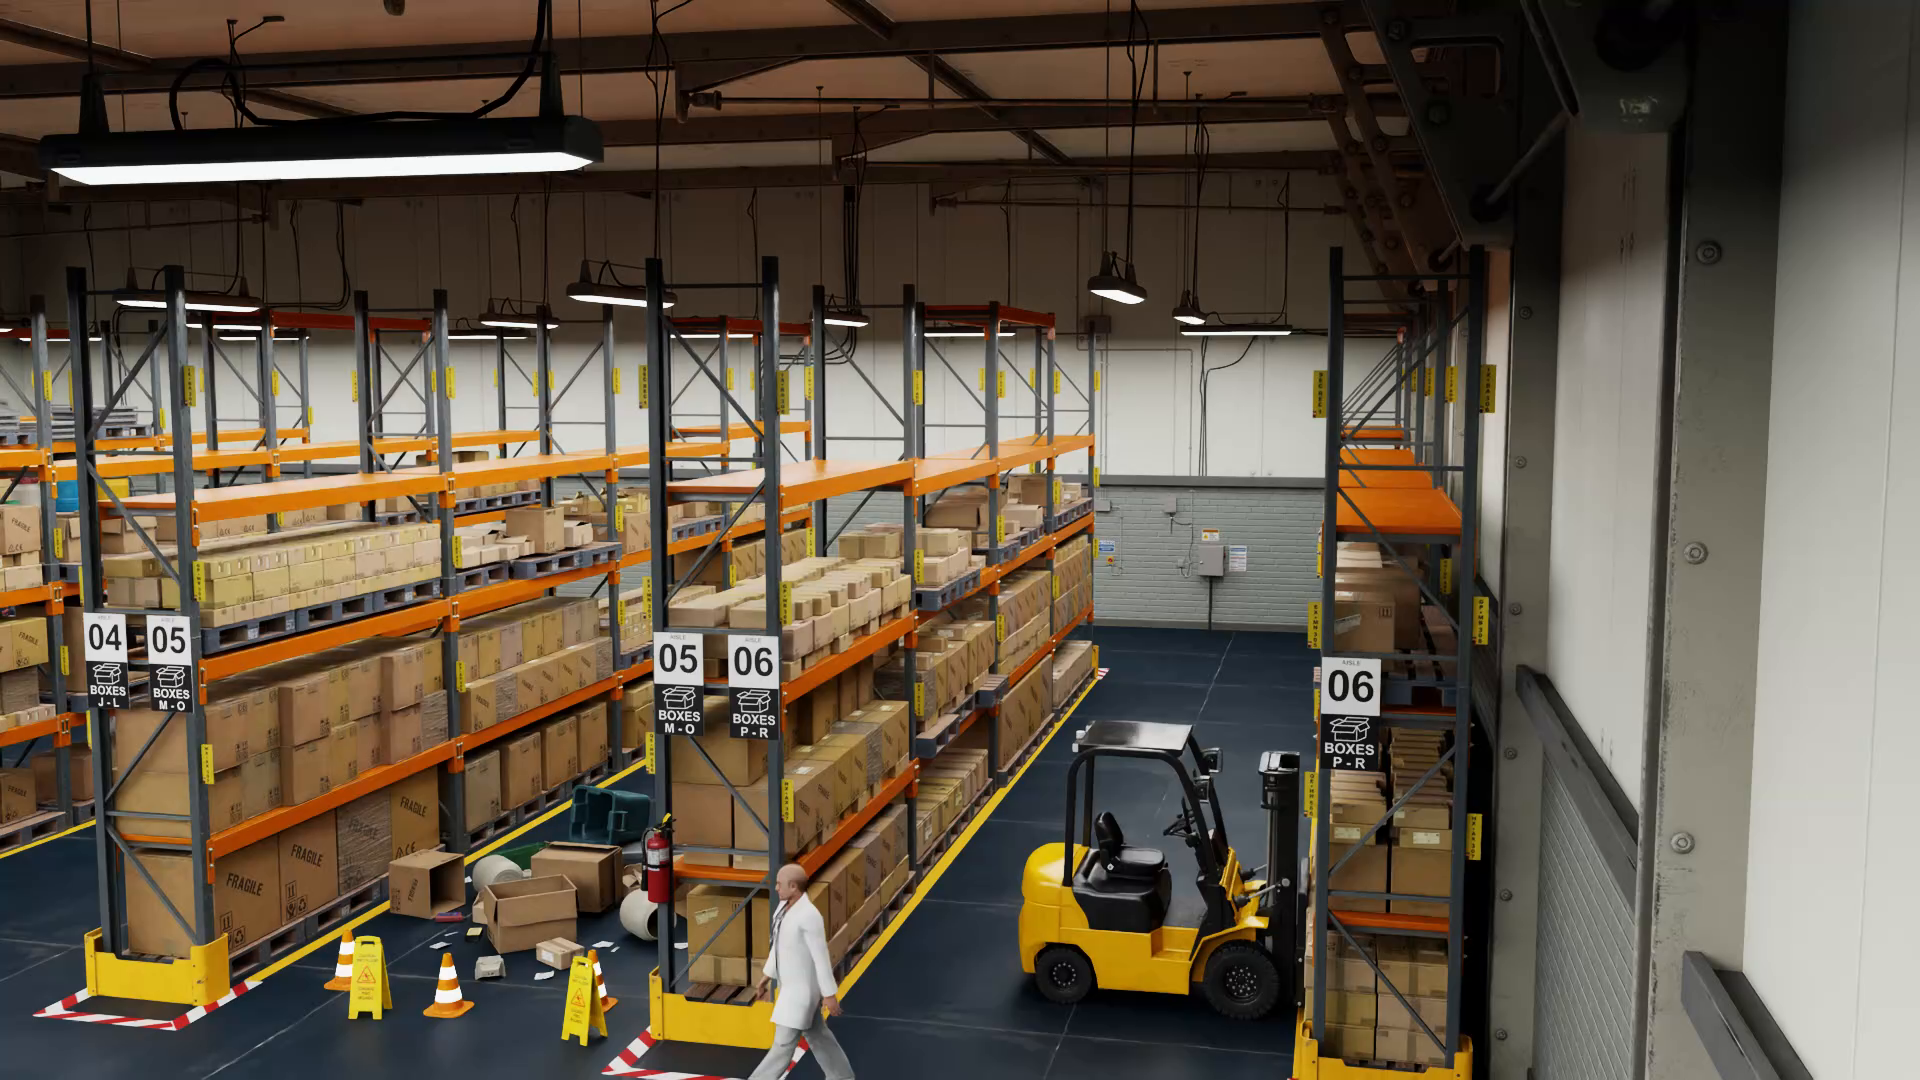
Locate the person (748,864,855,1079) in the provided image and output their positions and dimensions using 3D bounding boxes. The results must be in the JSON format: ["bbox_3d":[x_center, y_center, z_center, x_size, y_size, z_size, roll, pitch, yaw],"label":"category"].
[{"bbox_3d":[-1.234,3.116,11.605,1.113,1.721,0.637,-2,6,-21],"label":"person"}]

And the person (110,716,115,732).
[{"bbox_3d":[-11.647,2.030,22.790,0.505,1.660,0.475,2,6,23],"label":"person"}]
